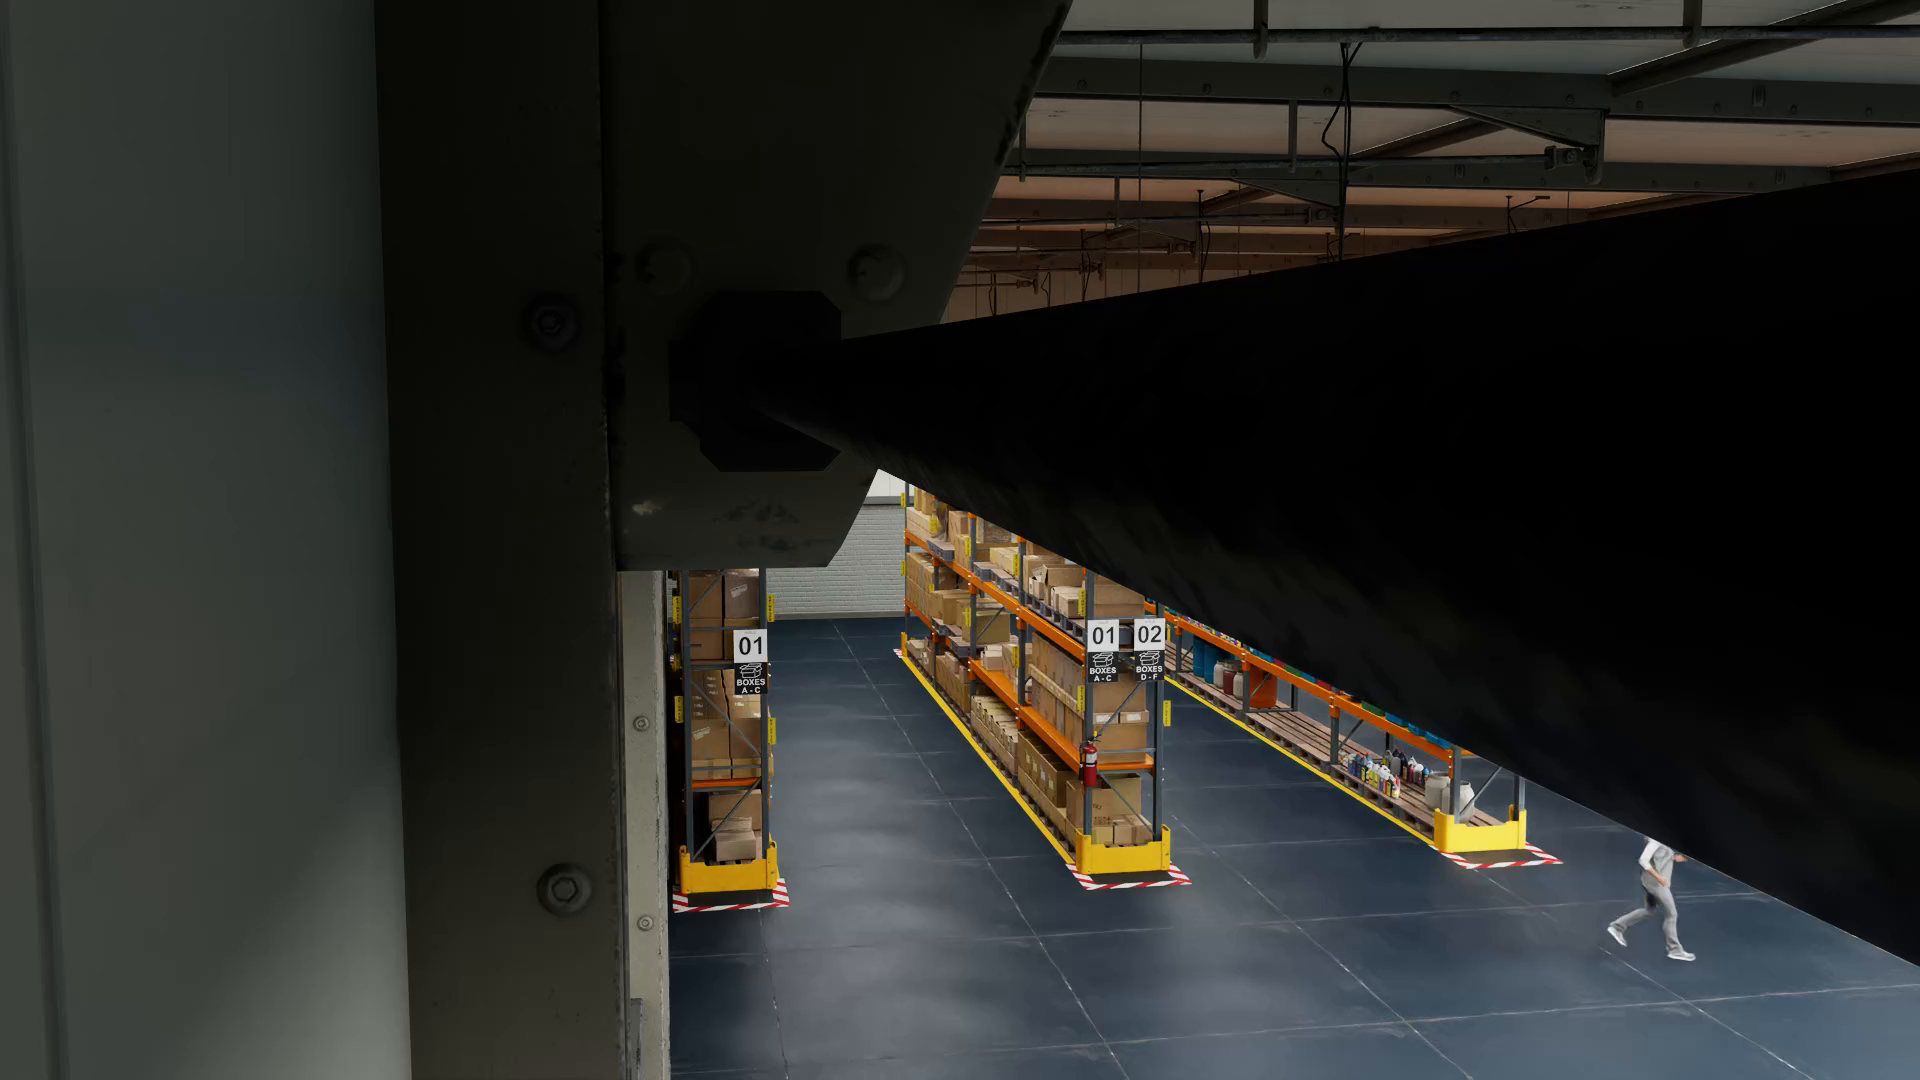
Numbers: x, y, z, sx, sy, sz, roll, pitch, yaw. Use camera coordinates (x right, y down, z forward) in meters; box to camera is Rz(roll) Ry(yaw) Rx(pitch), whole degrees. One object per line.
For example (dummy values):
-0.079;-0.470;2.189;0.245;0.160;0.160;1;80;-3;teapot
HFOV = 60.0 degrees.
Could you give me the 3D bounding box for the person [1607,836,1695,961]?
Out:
7.415;3.684;17.765;0.886;1.578;0.541;1;6;11;person
